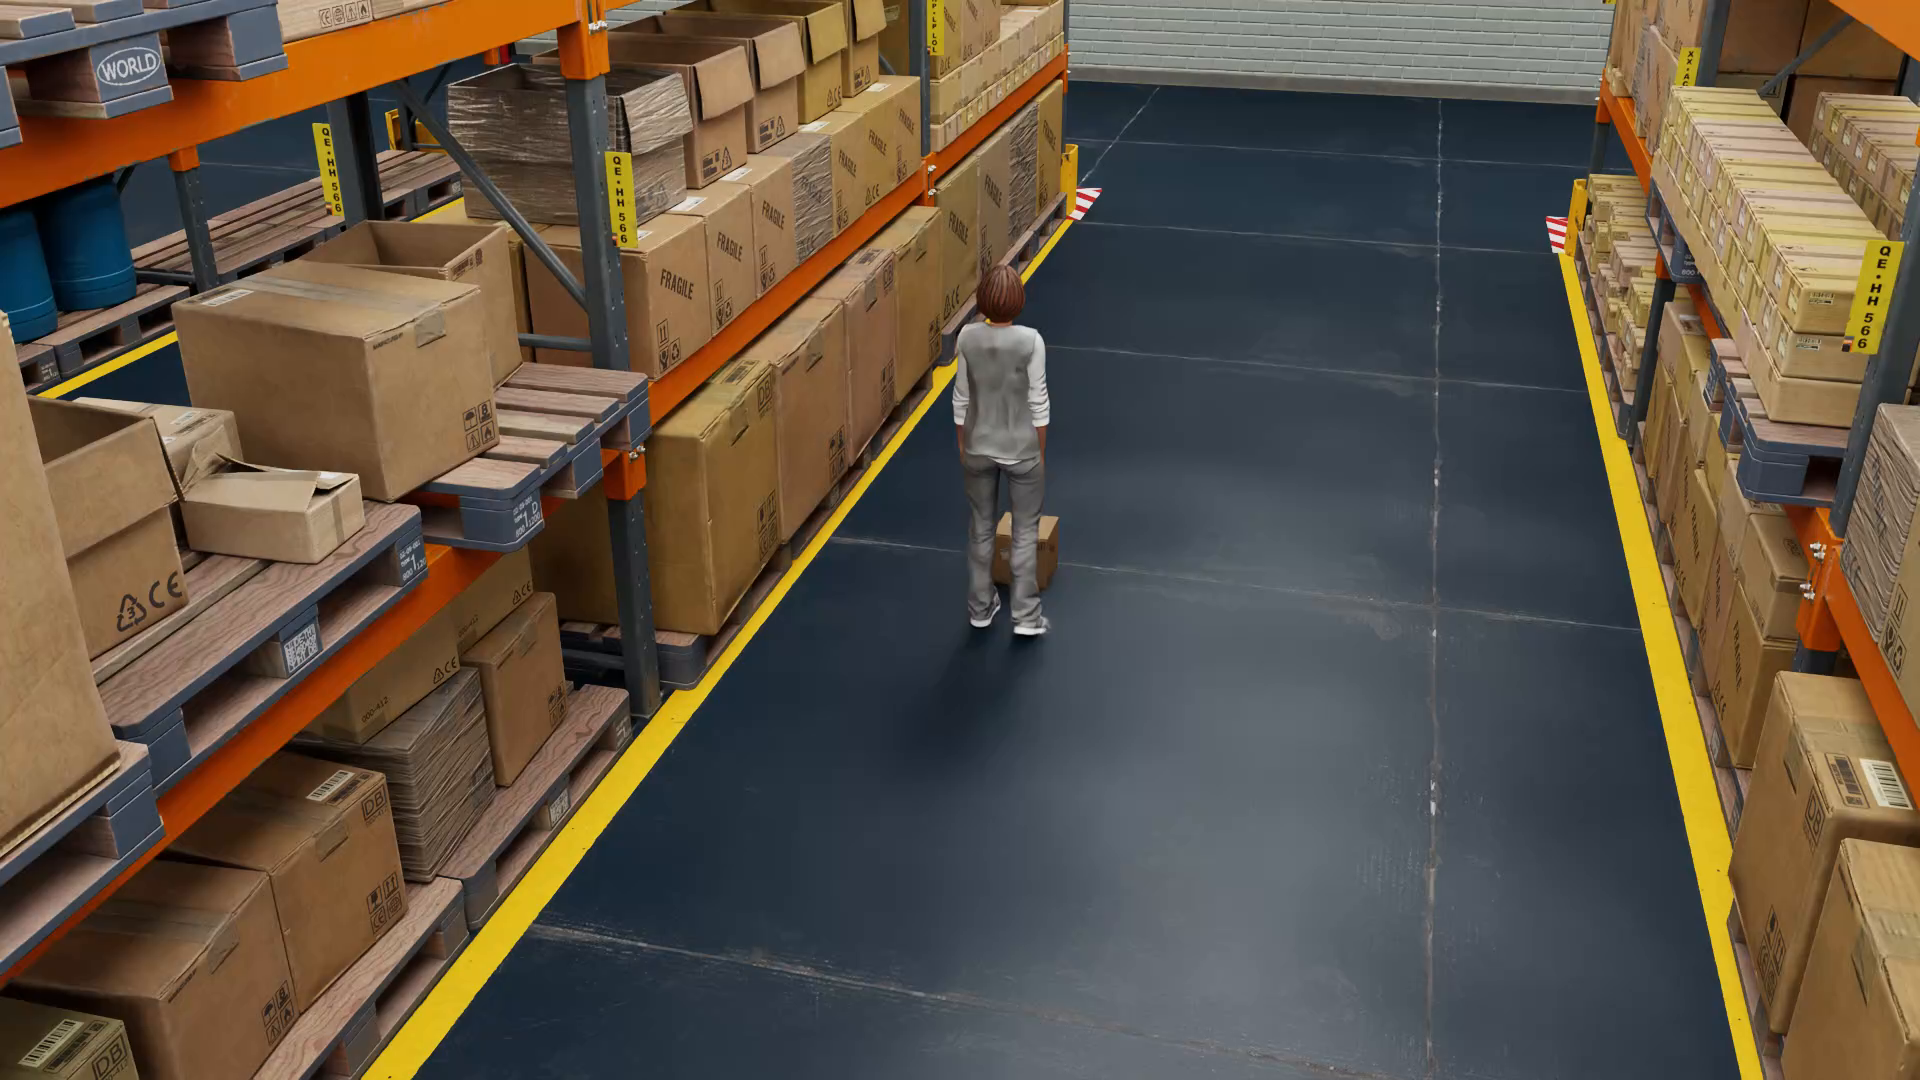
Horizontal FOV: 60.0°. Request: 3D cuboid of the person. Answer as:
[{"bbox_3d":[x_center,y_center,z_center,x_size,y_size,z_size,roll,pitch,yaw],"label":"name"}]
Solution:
[{"bbox_3d":[0.174,-0.344,6.891,0.420,1.618,0.320,7,27,14],"label":"person"}]
